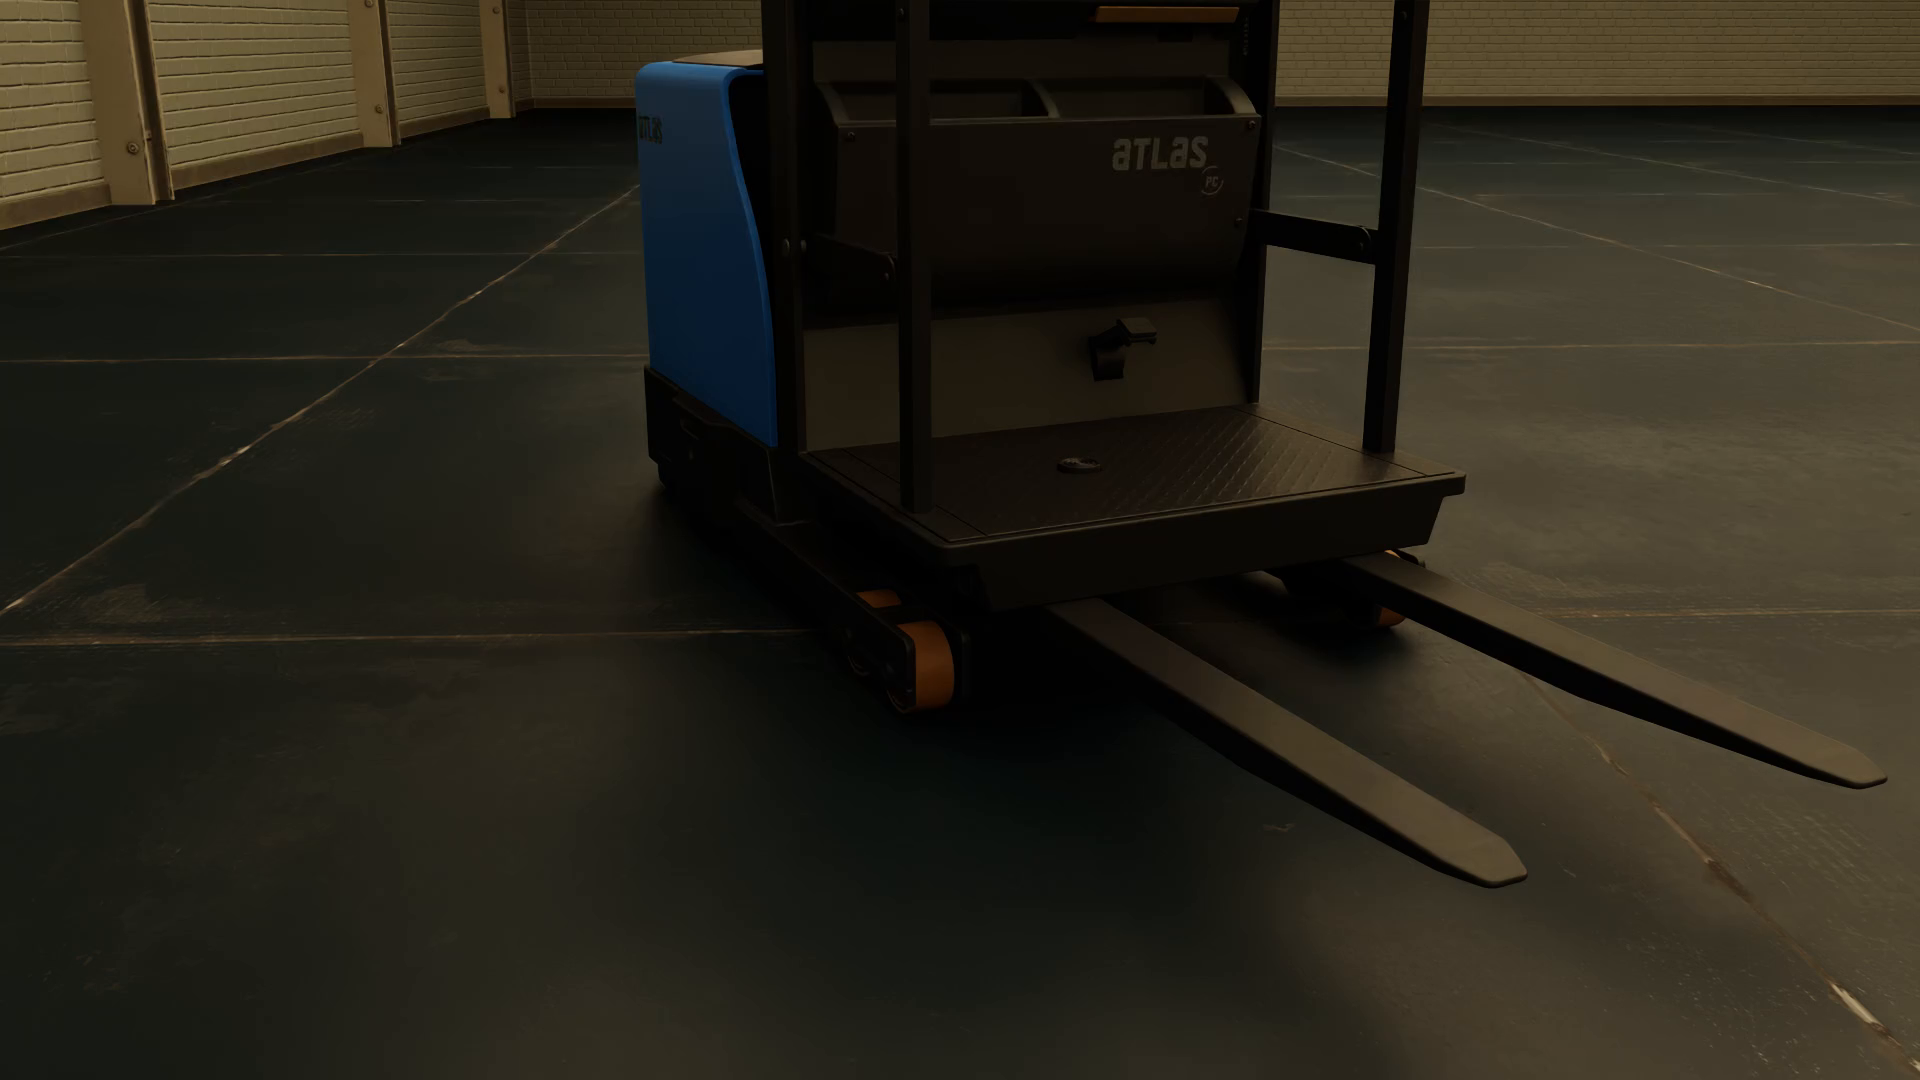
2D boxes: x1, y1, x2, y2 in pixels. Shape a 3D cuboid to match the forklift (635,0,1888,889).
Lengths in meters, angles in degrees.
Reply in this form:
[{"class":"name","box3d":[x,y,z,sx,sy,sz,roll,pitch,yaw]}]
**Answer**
[{"class":"forklift","box3d":[0.258,-1.240,2.962,1.130,2.935,3.031,-8,19,-24]}]
